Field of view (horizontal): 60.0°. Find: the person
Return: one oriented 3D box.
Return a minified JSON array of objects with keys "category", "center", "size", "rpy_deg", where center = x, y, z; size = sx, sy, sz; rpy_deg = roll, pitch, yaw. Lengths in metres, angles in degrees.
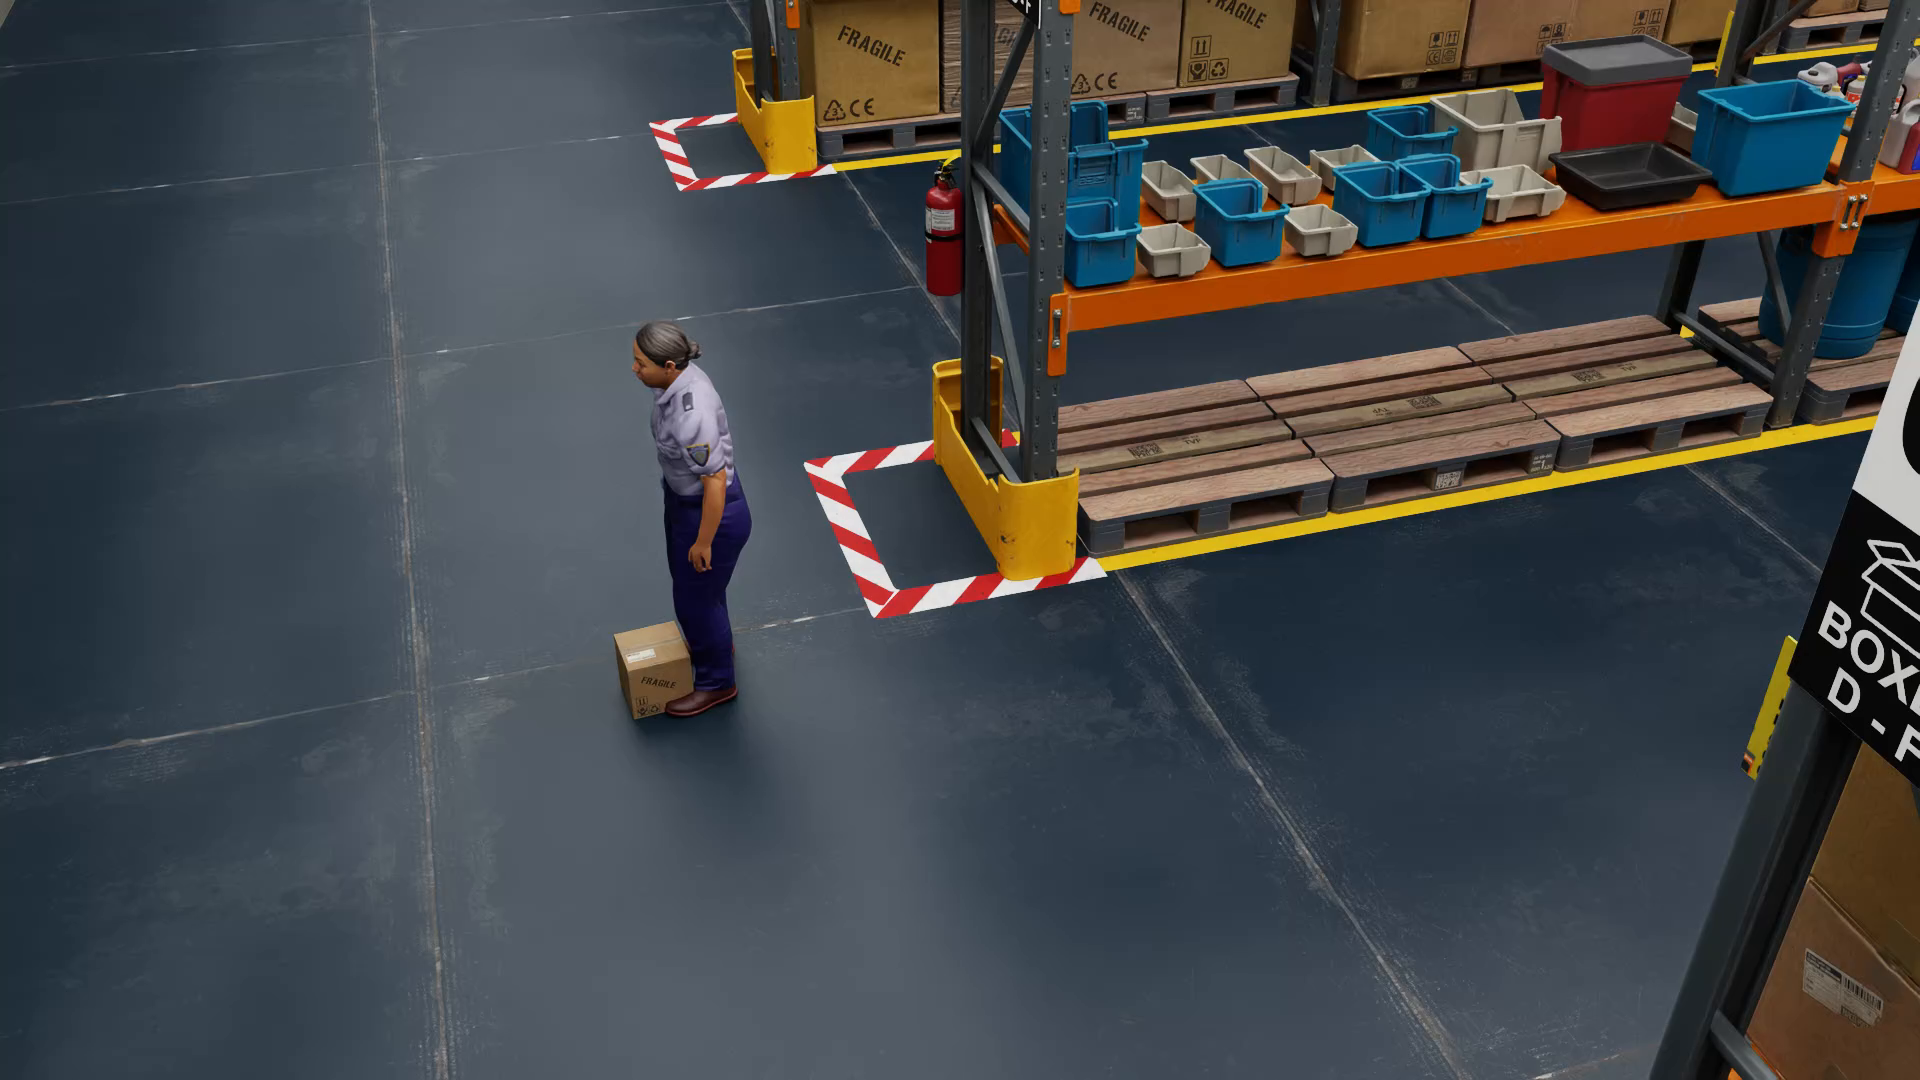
[{"category":"person","center":[-1.015,-0.095,6.302],"size":[0.415,1.637,0.546],"rpy_deg":[-11,36,-15]}]
